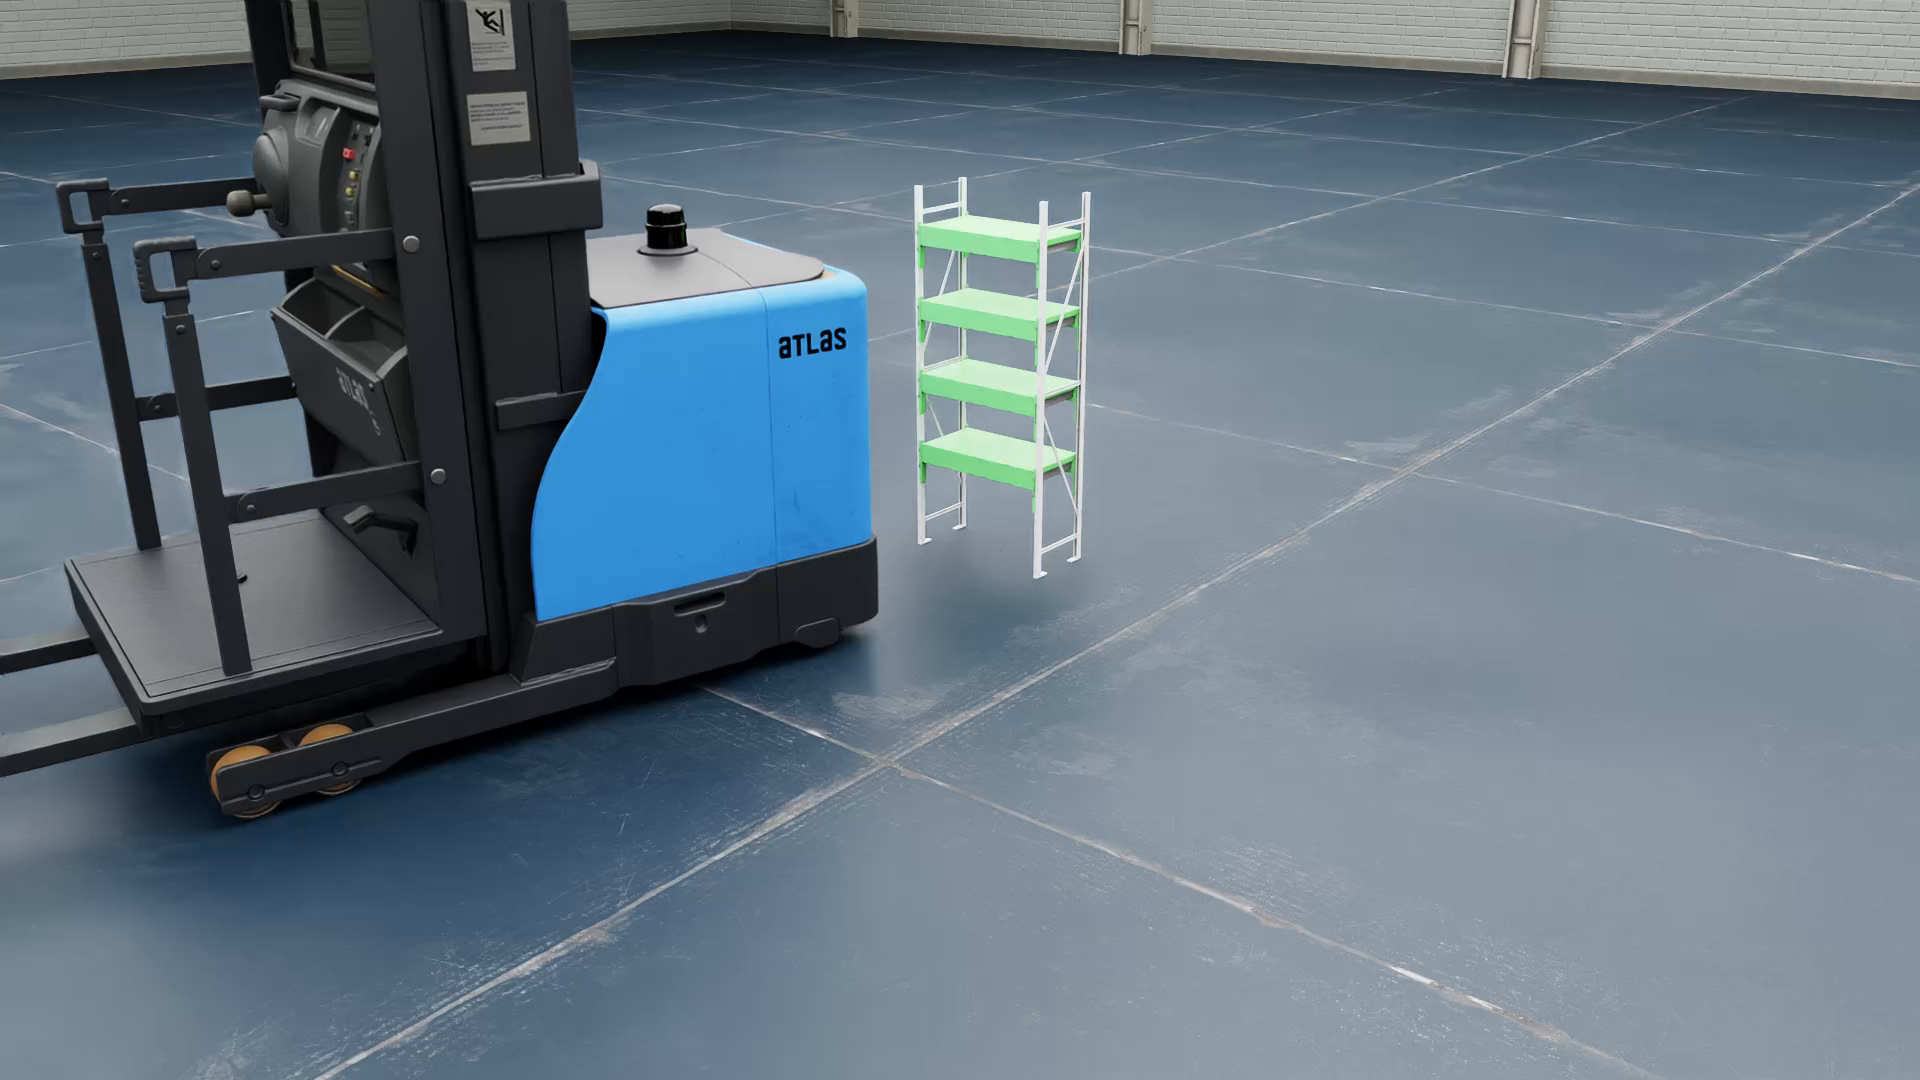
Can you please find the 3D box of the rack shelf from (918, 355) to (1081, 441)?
[{"bbox_3d":[0.128,-0.465,5.381,0.480,0.148,0.258,16,26,36],"label":"rack shelf"}]

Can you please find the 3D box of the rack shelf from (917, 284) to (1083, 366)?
[{"bbox_3d":[0.128,-0.689,5.296,0.480,0.148,0.258,16,26,36],"label":"rack shelf"}]

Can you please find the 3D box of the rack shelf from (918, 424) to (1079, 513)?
[{"bbox_3d":[0.128,-0.240,5.466,0.480,0.148,0.258,16,26,36],"label":"rack shelf"}]

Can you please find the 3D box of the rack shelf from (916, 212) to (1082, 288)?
[{"bbox_3d":[0.128,-0.914,5.212,0.480,0.148,0.258,16,26,36],"label":"rack shelf"}]

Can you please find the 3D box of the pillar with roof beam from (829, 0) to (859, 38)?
[{"bbox_3d":[-4.719,-11.734,24.031,0.400,9.000,9.100,16,26,36],"label":"pillar with roof beam"}]

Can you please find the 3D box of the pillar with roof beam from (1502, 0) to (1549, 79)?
[{"bbox_3d":[4.578,-9.057,16.931,0.400,9.000,9.100,16,26,36],"label":"pillar with roof beam"}]

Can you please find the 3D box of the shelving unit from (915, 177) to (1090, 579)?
[{"bbox_3d":[0.128,-0.524,5.359,0.503,1.200,0.258,16,26,36],"label":"shelving unit"}]

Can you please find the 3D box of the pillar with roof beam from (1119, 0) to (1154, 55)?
[{"bbox_3d":[-0.070,-10.395,20.481,0.400,9.000,9.100,16,26,36],"label":"pillar with roof beam"}]

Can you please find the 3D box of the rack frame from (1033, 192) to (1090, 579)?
[{"bbox_3d":[0.317,-0.470,5.214,0.015,1.200,0.240,16,26,36],"label":"rack frame"}]

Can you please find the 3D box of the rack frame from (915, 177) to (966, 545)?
[{"bbox_3d":[-0.061,-0.579,5.503,0.015,1.200,0.240,16,26,36],"label":"rack frame"}]

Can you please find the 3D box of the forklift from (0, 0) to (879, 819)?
[{"bbox_3d":[-1.738,-0.926,3.971,3.031,2.935,1.130,-14,25,-33],"label":"forklift"}]
